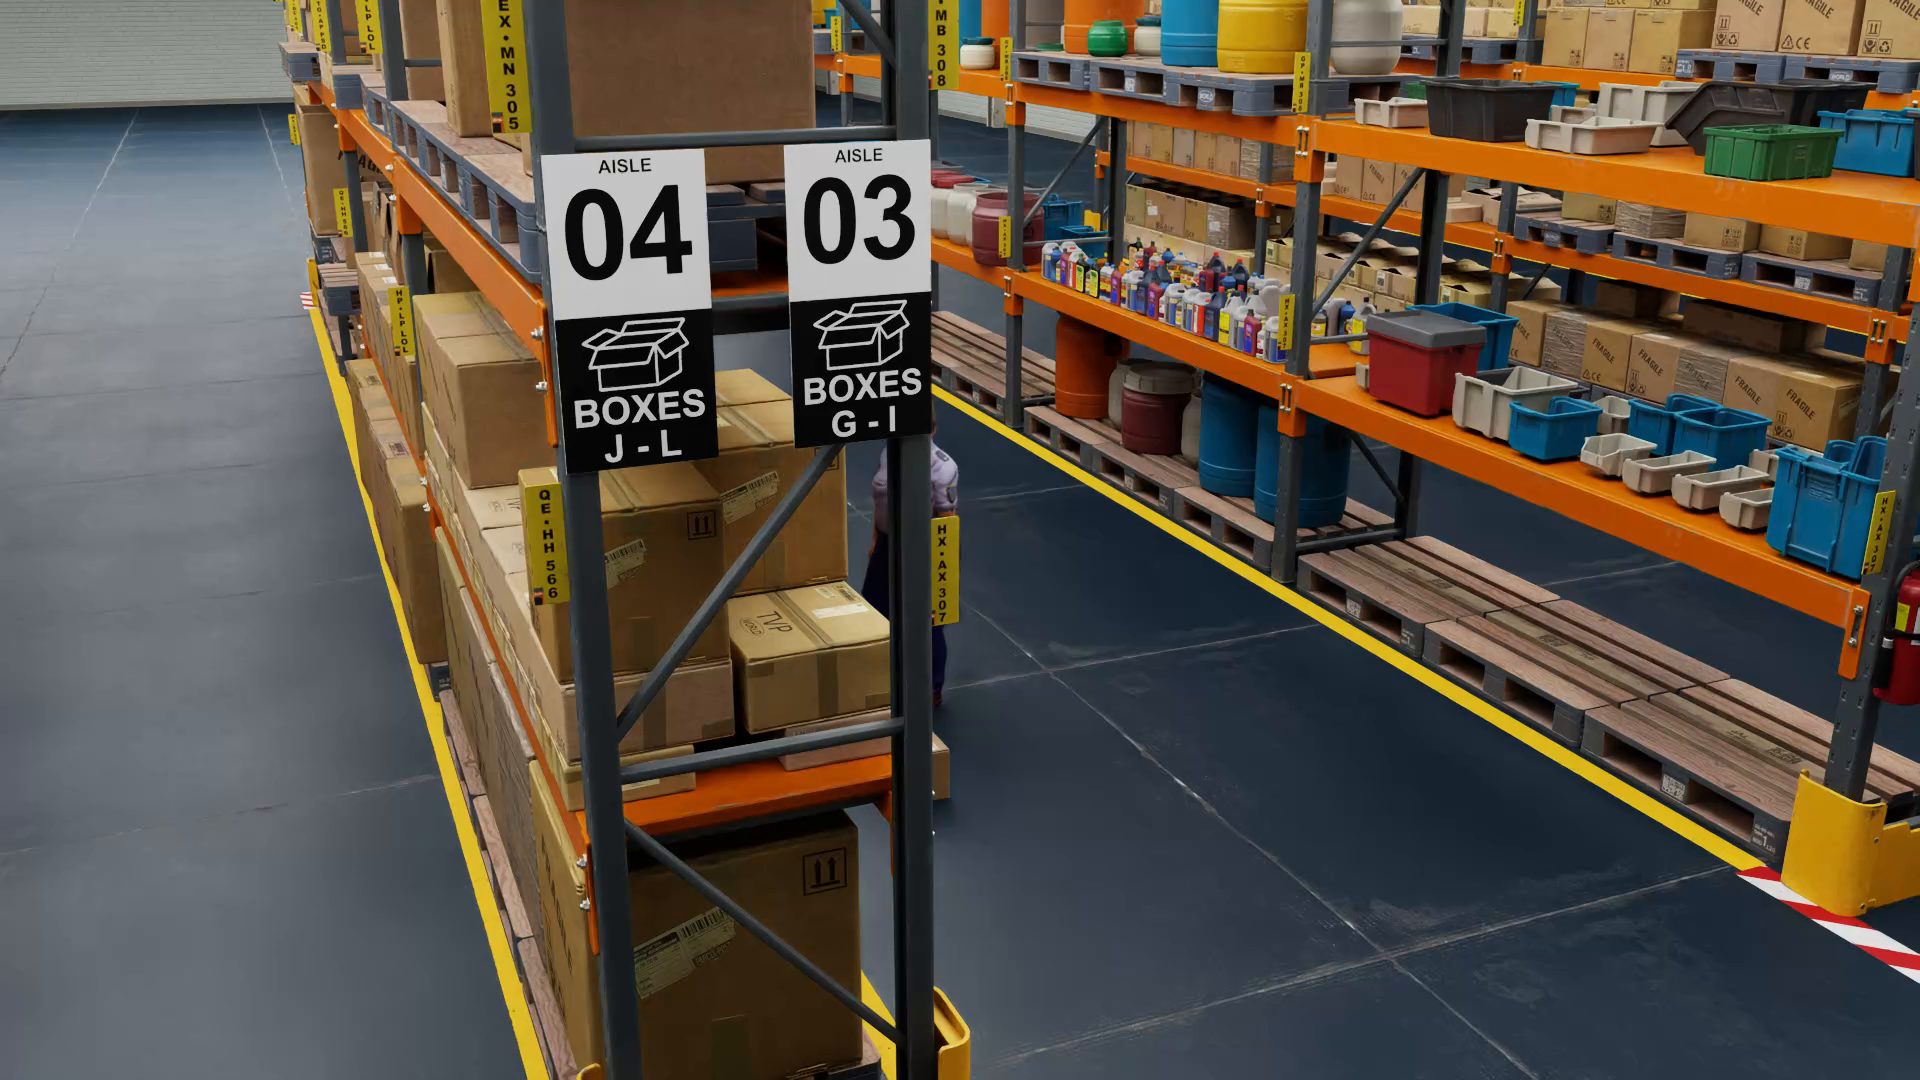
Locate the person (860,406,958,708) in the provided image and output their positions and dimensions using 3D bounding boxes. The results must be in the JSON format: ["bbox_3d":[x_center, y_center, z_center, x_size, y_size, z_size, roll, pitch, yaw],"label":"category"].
[{"bbox_3d":[-0.241,0.076,8.322,0.572,1.641,0.404,14,23,35],"label":"person"}]
